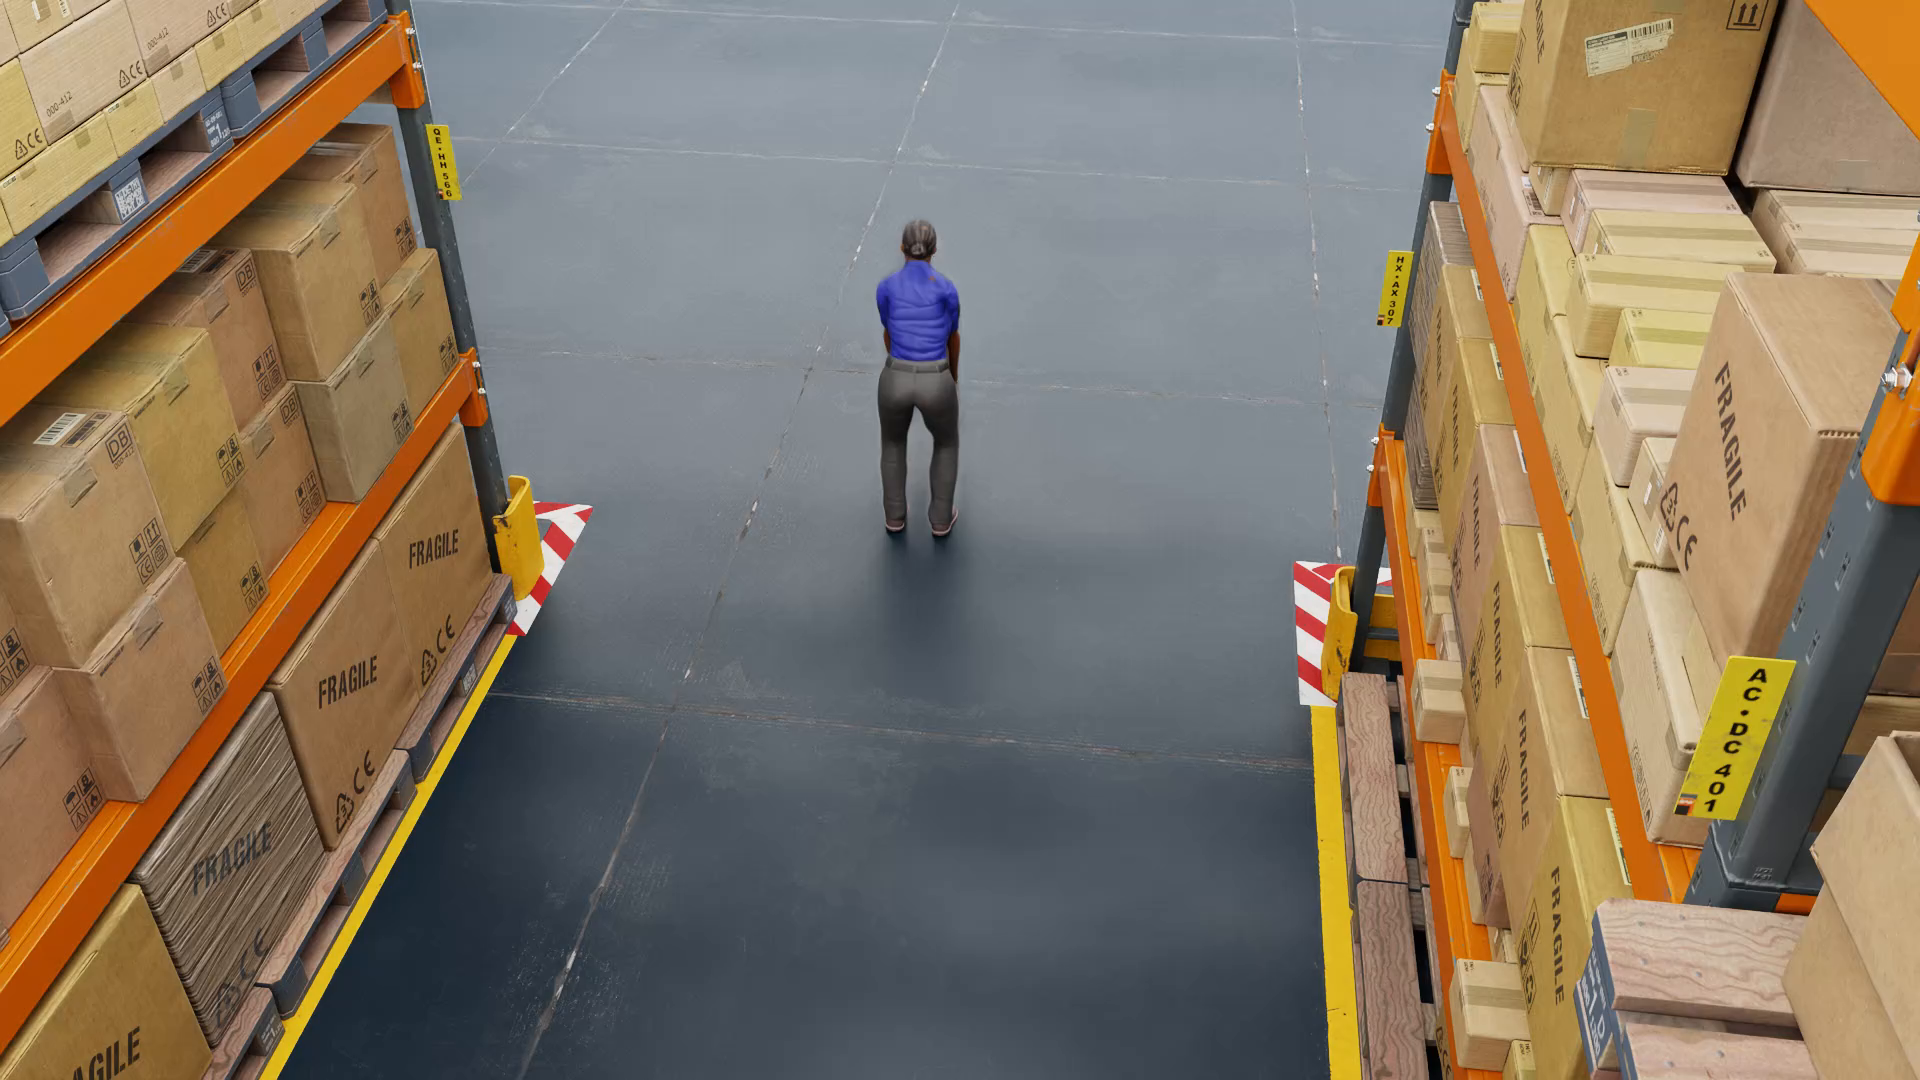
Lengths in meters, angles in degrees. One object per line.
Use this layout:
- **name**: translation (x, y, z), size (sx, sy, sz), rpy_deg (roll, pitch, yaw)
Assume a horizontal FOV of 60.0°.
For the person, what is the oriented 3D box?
- **person**: translation (-0.208, -0.803, 8.143), size (0.423, 1.656, 0.505), rpy_deg (4, 37, 5)
